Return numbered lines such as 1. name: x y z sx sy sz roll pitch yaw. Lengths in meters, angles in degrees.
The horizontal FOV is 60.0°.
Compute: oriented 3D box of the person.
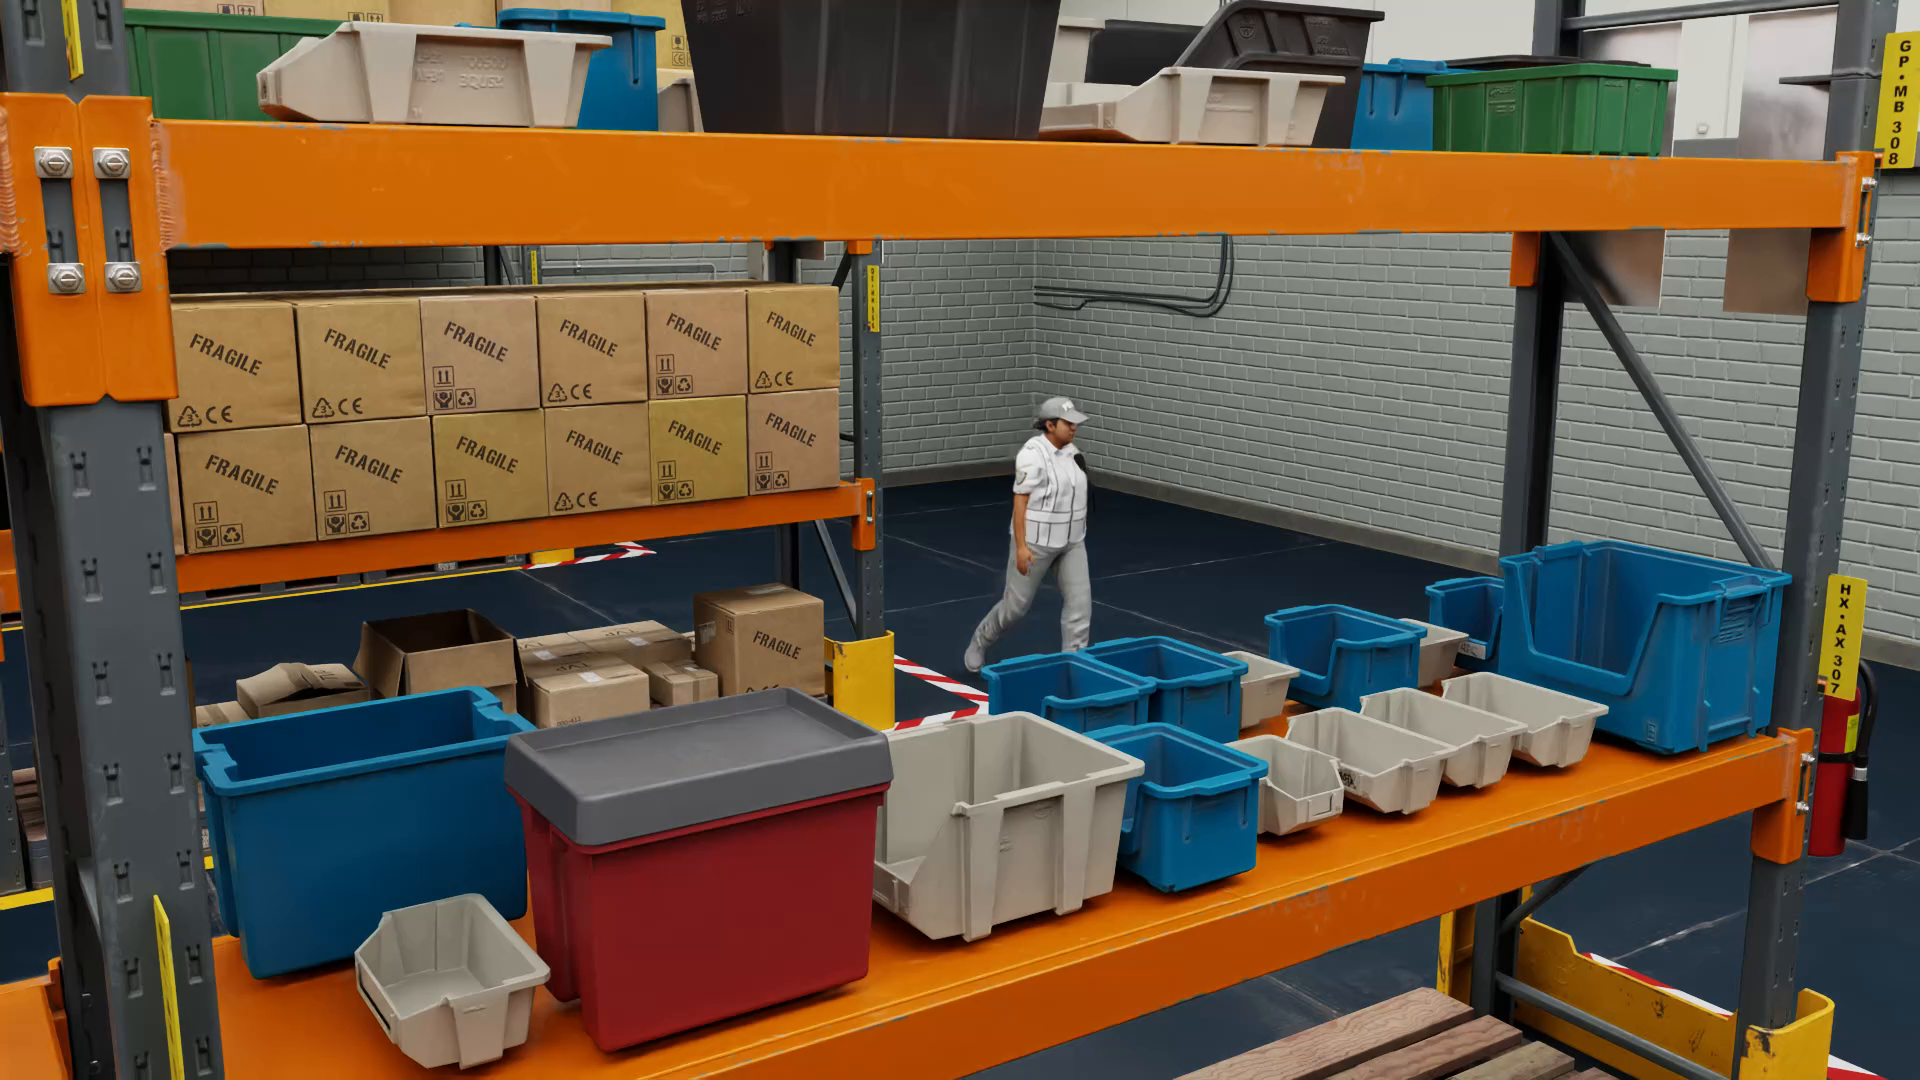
1. person: 0.431 0.004 9.371 0.545 1.642 0.839 -9 14 -37
